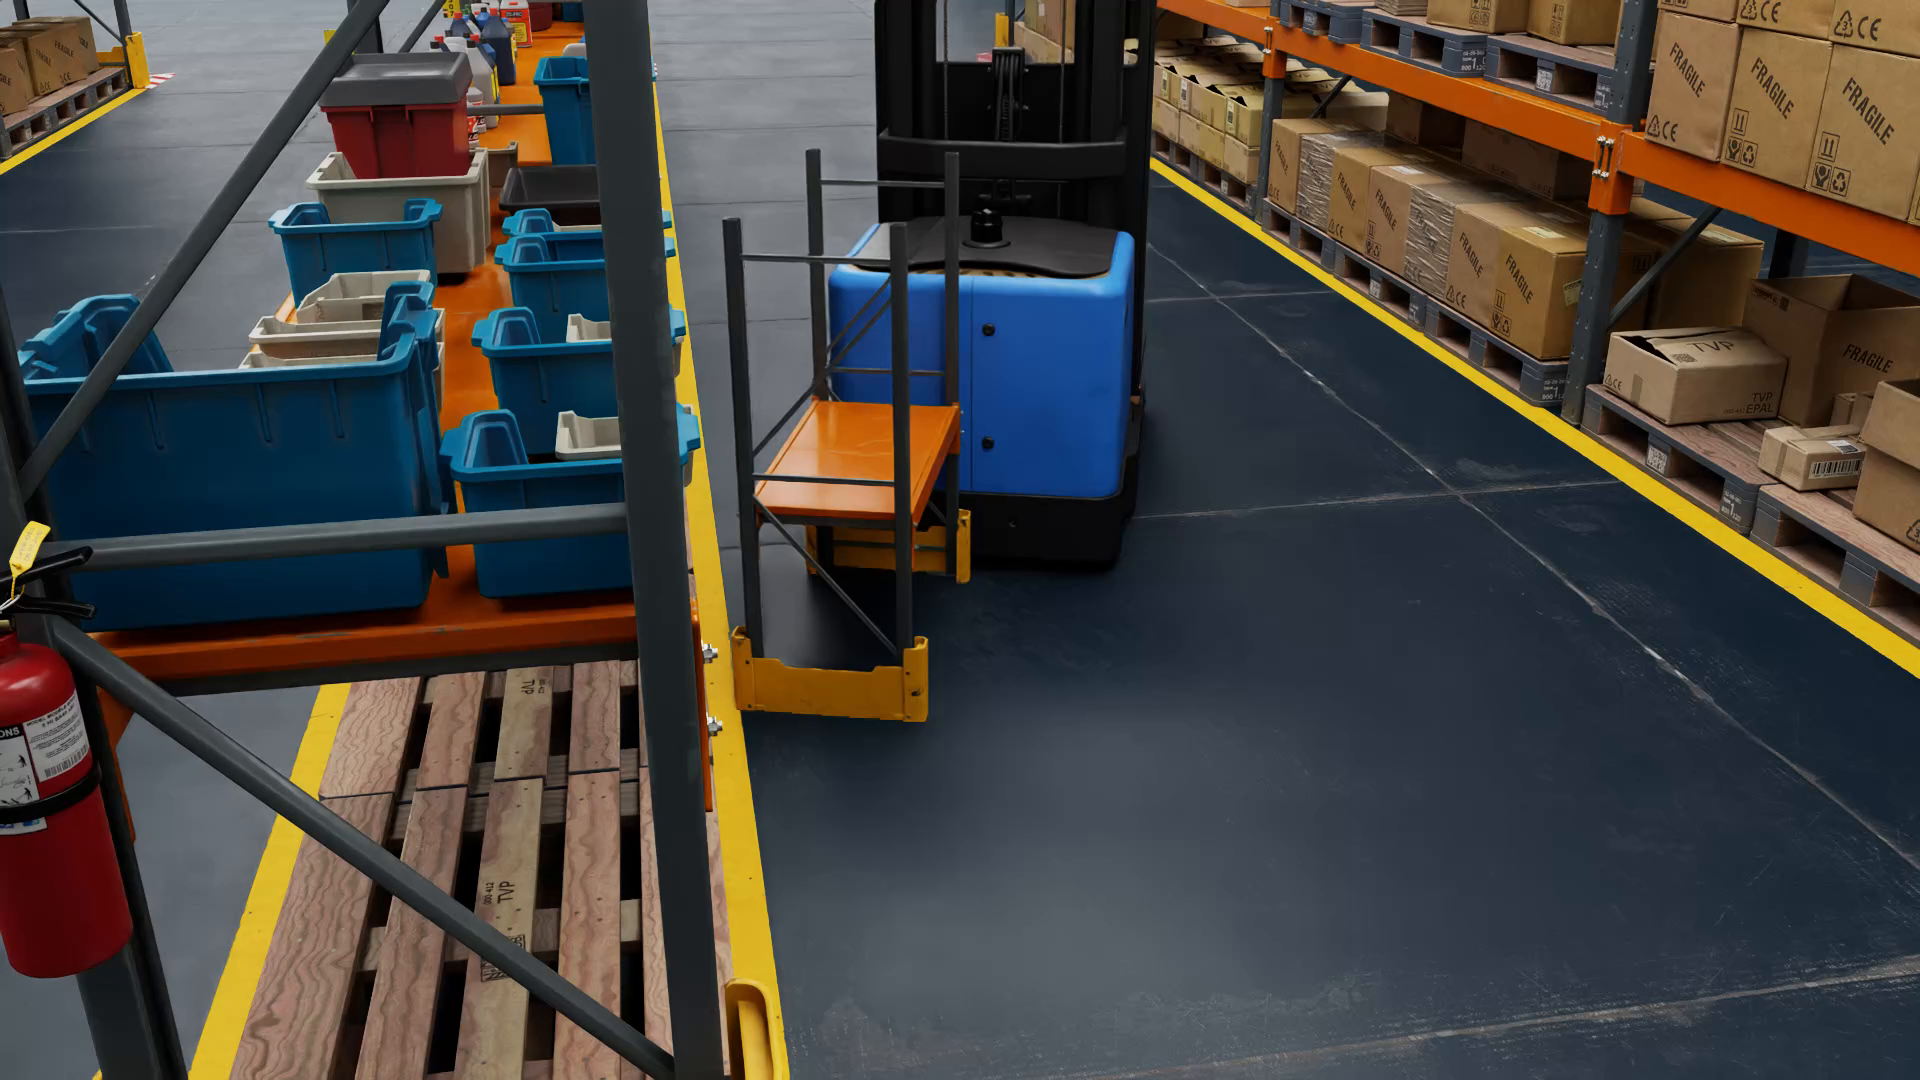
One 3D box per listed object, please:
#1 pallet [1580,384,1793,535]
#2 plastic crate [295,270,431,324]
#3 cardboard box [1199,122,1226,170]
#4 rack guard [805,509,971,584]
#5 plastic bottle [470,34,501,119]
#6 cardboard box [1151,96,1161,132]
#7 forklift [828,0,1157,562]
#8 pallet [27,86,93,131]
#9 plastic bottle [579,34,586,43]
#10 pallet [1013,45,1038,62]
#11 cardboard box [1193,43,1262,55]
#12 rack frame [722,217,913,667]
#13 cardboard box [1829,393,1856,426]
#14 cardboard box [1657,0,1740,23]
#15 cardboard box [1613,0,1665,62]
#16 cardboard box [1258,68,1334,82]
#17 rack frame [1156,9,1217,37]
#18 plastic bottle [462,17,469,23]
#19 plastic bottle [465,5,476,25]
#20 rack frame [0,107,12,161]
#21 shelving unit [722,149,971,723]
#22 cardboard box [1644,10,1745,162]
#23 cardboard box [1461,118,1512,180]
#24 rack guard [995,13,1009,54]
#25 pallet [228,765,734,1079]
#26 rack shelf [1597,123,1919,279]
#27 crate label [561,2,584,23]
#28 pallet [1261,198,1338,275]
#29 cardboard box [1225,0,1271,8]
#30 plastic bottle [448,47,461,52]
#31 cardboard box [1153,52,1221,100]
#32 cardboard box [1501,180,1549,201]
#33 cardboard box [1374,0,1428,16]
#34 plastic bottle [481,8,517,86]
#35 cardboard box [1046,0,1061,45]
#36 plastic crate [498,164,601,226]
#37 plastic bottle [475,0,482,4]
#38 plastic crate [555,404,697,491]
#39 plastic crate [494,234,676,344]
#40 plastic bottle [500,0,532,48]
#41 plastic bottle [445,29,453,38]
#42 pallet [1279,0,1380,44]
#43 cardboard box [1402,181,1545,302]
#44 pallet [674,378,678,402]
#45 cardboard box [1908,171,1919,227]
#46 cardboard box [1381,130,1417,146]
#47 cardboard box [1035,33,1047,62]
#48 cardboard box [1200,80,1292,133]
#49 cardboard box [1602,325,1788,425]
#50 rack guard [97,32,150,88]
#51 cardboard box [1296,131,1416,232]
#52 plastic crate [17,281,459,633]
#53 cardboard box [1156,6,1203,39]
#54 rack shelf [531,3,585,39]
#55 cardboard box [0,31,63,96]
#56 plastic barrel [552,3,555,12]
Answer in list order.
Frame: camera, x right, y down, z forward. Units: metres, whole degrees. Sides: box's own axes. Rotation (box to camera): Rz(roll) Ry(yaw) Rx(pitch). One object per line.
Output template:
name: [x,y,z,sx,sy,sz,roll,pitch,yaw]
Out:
pallet: [3.335,-0.387,6.873,1.003,0.211,1.213,-4,24,-10]
plastic crate: [-1.436,-0.549,4.013,0.298,0.136,0.250,-4,24,-10]
cardboard box: [2.034,-2.832,11.898,0.500,0.250,0.500,-5,24,-10]
rack guard: [-0.255,0.009,5.916,0.587,0.250,0.087,3,24,7]
plastic bottle: [-2.043,-1.968,7.071,0.144,0.351,0.185,-4,24,-10]
cardboard box: [1.753,-3.433,13.273,0.500,0.250,0.500,-5,24,-11]
forklift: [0.246,-1.824,6.764,1.130,2.935,3.031,3,24,7]
pallet: [-8.394,-3.815,14.721,1.003,0.211,1.213,-4,24,-10]
plastic bottle: [-1.757,-2.290,7.907,0.097,0.271,0.097,0,24,0]
pallet: [1.173,-5.080,17.617,1.003,0.211,1.213,-4,24,-10]
cardboard box: [2.189,-3.929,13.709,0.500,0.311,0.500,-4,24,-8]
rack frame: [-0.390,-0.168,4.760,0.500,1.500,0.032,3,24,7]
cardboard box: [3.722,-0.484,6.623,0.380,0.149,0.250,-4,24,-10]
cardboard box: [3.020,-2.233,6.241,0.500,0.500,0.500,-4,24,-8]
cardboard box: [3.342,-2.376,7.294,0.700,0.500,0.500,-13,27,-27]
cardboard box: [2.464,-3.333,12.343,0.500,0.311,0.500,-5,24,-11]
rack frame: [1.730,-5.082,14.138,1.000,3.000,0.127,-4,24,-10]
plastic bottle: [-2.471,-2.479,8.340,0.097,0.271,0.097,0,24,0]
plastic bottle: [-2.571,-2.658,8.734,0.061,0.283,0.133,-4,24,-10]
rack frame: [-8.006,-4.350,12.463,1.000,3.000,0.127,-4,24,-10]
shelving unit: [-0.323,-0.366,5.214,0.587,1.500,1.083,3,24,7]
cardboard box: [3.036,-1.761,6.408,0.500,0.500,0.500,-4,24,-8]
cardboard box: [3.081,-2.134,9.025,0.500,0.250,0.500,-5,24,-11]
rack guard: [0.986,-5.519,18.263,1.175,0.500,0.348,-4,24,-10]
pallet: [-1.034,0.954,3.802,1.003,0.211,1.213,-4,24,-10]
rack shelf: [3.579,-0.819,5.276,1.077,0.370,4.000,-4,24,-10]
crate label: [-2.317,-3.571,10.633,0.502,0.435,0.616,-4,24,-10]
pallet: [2.571,-1.934,10.415,1.003,0.211,1.213,-4,24,-10]
cardboard box: [2.032,-3.727,11.349,0.380,0.149,0.250,-4,24,-10]
plastic bottle: [-2.211,-1.987,7.206,0.152,0.276,0.135,-4,24,-10]
cardboard box: [1.746,-3.690,13.160,0.500,0.311,0.500,-5,24,-11]
cardboard box: [3.165,-1.606,8.752,0.500,0.500,0.500,-4,24,-9]
cardboard box: [2.678,-3.134,9.028,0.700,0.500,0.500,0,24,0]
plastic bottle: [-2.230,-2.382,8.019,0.144,0.351,0.185,-4,24,-10]
cardboard box: [1.146,-5.114,16.185,0.500,0.500,0.500,-4,24,-10]
plastic crate: [-1.188,-1.051,5.178,0.437,0.125,0.590,-4,24,-10]
plastic bottle: [-2.642,-2.843,9.172,0.097,0.271,0.097,0,24,0]
plastic crate: [-0.620,-0.157,3.117,0.250,0.136,0.298,-4,24,-10]
plastic crate: [-0.885,-0.587,3.980,0.416,0.233,0.300,-4,24,-10]
plastic bottle: [-2.487,-2.904,9.306,0.152,0.276,0.135,-4,24,-10]
plastic bottle: [-2.366,-2.222,7.735,0.061,0.283,0.133,-4,24,-10]
pallet: [2.664,-3.159,9.976,1.213,0.211,1.003,-4,24,-10]
cardboard box: [2.661,-1.557,8.640,0.500,0.500,0.500,-4,24,-9]
pallet: [-1.761,-0.599,7.358,1.003,0.211,1.213,-4,24,-10]
cardboard box: [3.319,-1.162,5.039,0.500,0.500,0.500,-5,24,-10]
cardboard box: [2.873,-2.214,10.146,0.500,0.500,0.500,-3,24,-8]
cardboard box: [1.059,-4.967,16.786,0.500,0.250,0.500,-4,24,-10]
cardboard box: [2.028,-3.090,11.787,0.500,0.311,0.500,-5,24,-11]
cardboard box: [3.074,-0.724,6.969,0.500,0.311,0.500,-4,24,-10]
rack guard: [-8.732,-4.748,16.497,1.175,0.500,0.348,-4,24,-10]
cardboard box: [2.375,-2.159,10.019,0.500,0.500,0.500,-5,24,-12]
plastic crate: [-1.165,-0.158,2.746,0.616,0.435,0.499,-4,24,-10]
cardboard box: [1.952,-4.564,14.925,0.500,0.500,0.500,-4,24,-10]
rack shelf: [-2.769,-3.601,11.645,1.077,0.370,4.000,-4,24,-10]
cardboard box: [-8.405,-4.244,14.817,0.500,0.500,0.500,-2,24,-5]
plastic barrel: [-2.799,-3.584,10.568,0.421,0.512,0.421,0,24,0]
